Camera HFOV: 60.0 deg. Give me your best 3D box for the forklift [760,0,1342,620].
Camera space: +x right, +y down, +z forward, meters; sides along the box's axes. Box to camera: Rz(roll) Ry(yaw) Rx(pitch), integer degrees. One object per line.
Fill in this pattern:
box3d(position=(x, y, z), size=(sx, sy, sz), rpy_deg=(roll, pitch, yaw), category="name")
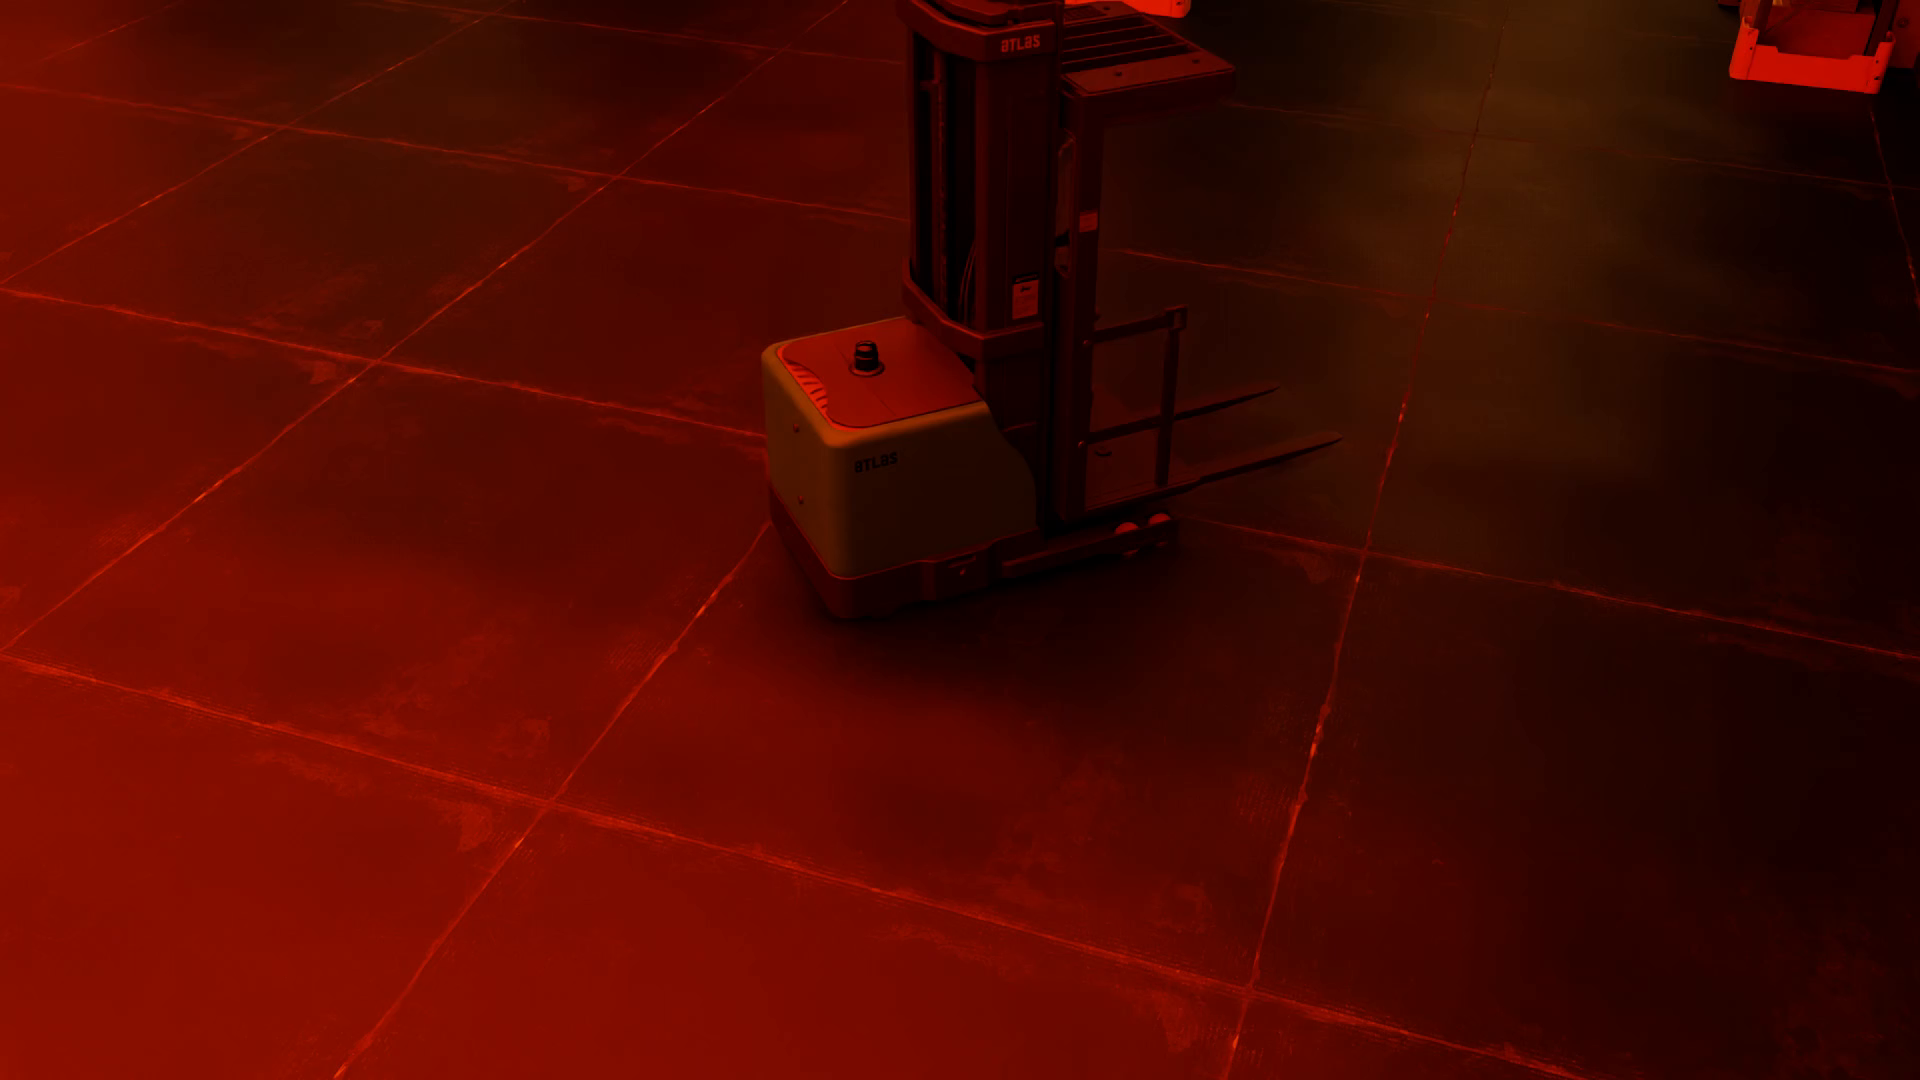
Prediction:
box3d(position=(0.570, -1.380, 8.057), size=(3.031, 2.935, 1.130), rpy_deg=(-15, 38, -20), category="forklift")
